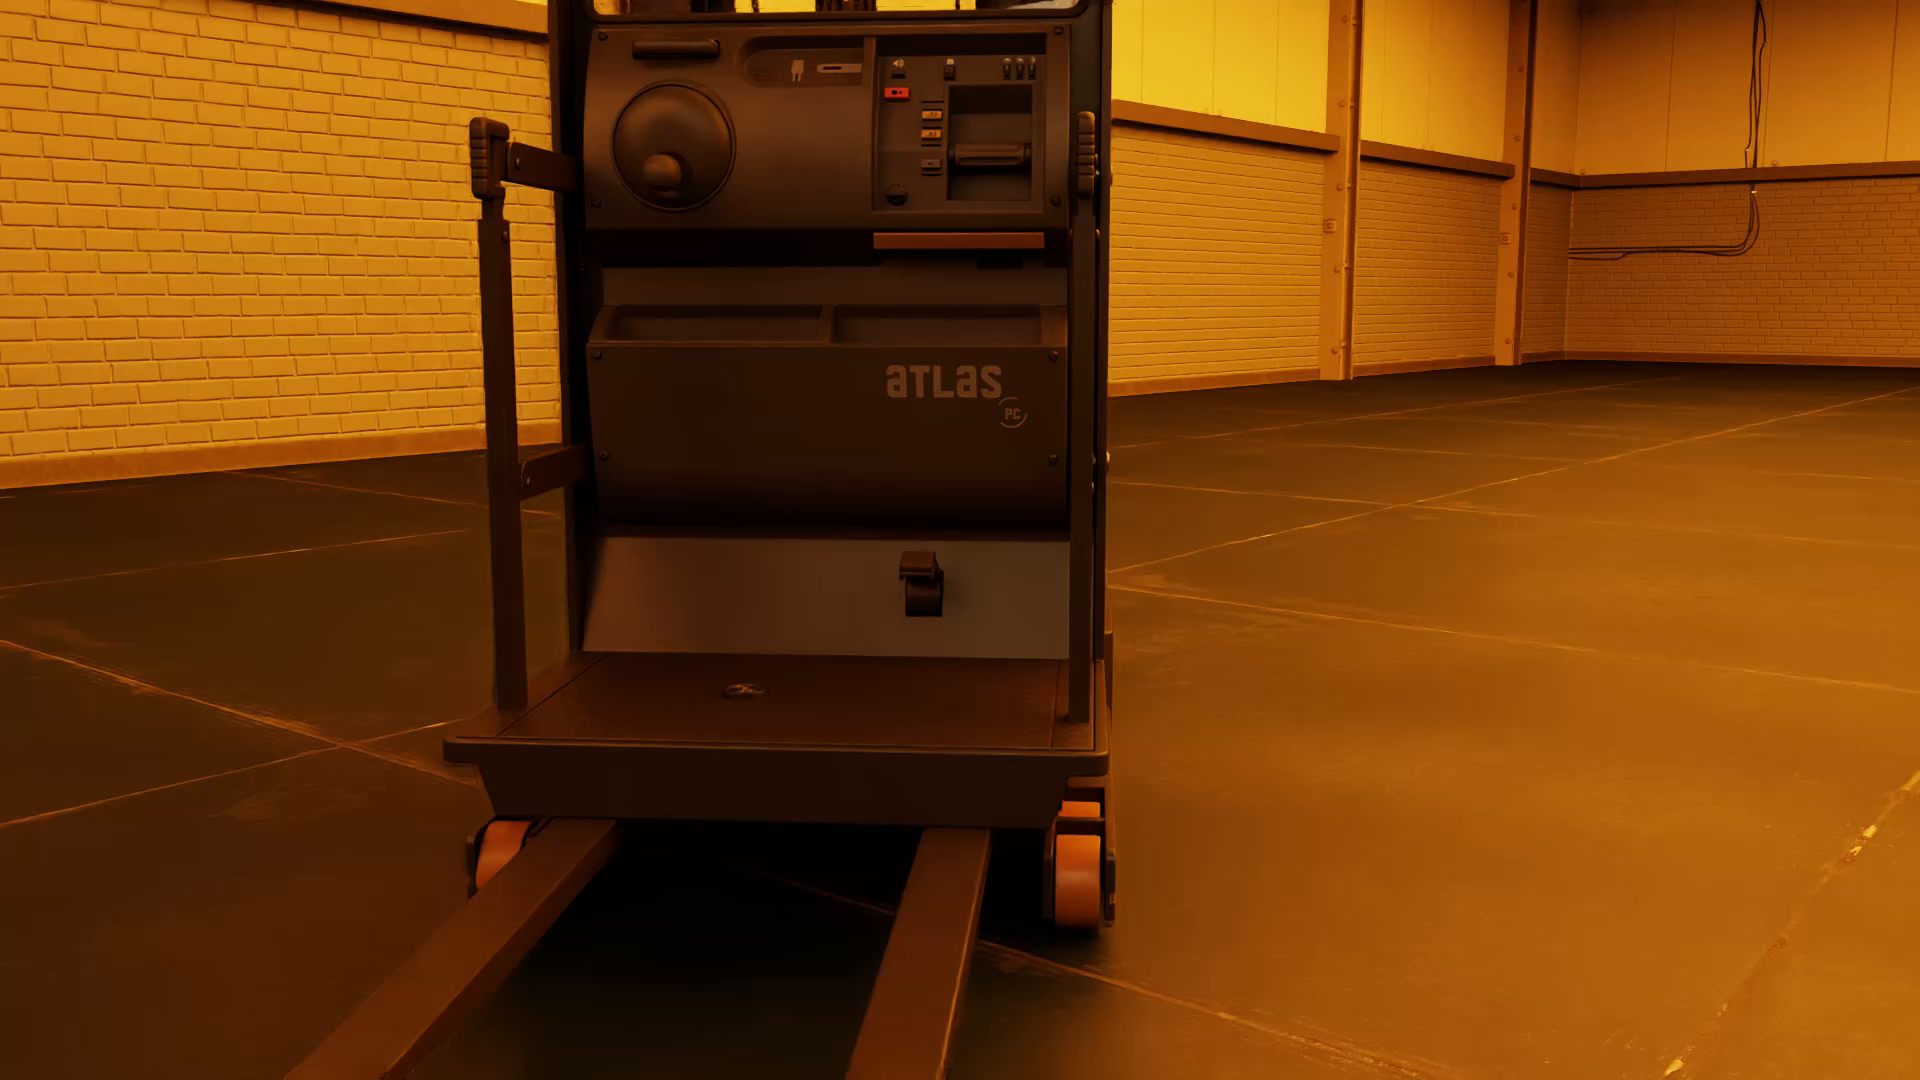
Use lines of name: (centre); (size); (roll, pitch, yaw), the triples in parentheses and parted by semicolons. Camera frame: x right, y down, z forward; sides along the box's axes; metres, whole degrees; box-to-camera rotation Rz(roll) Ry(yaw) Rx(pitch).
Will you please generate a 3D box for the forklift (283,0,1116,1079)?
forklift: (-0.270, -0.832, 2.972); (1.130, 2.935, 3.031); (1, 8, 5)
